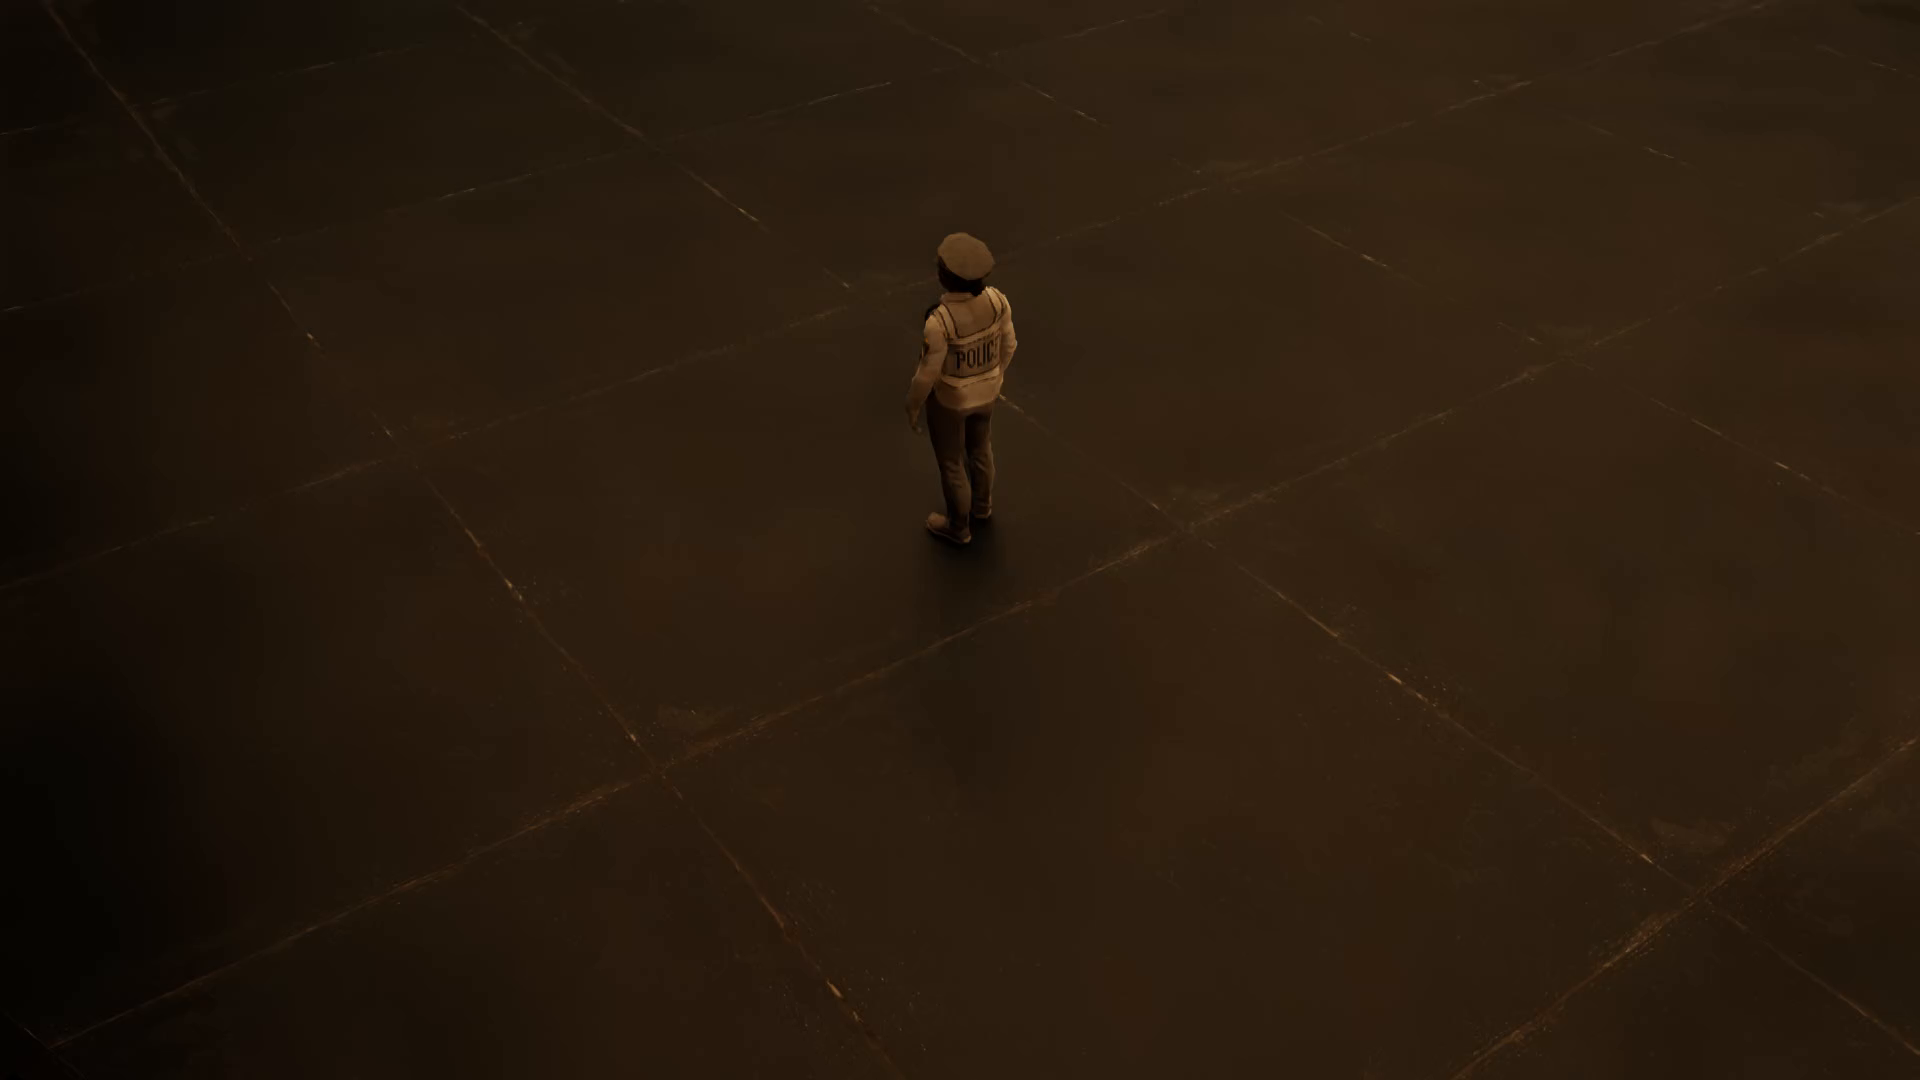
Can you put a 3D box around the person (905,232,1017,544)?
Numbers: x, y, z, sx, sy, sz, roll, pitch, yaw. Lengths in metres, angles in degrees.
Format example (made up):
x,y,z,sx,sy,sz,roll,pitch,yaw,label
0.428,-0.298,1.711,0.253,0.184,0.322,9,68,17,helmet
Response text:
x,y,z,sx,sy,sz,roll,pitch,yaw,label
-0.034,-0.723,7.949,0.586,1.695,0.533,-23,42,-28,person
